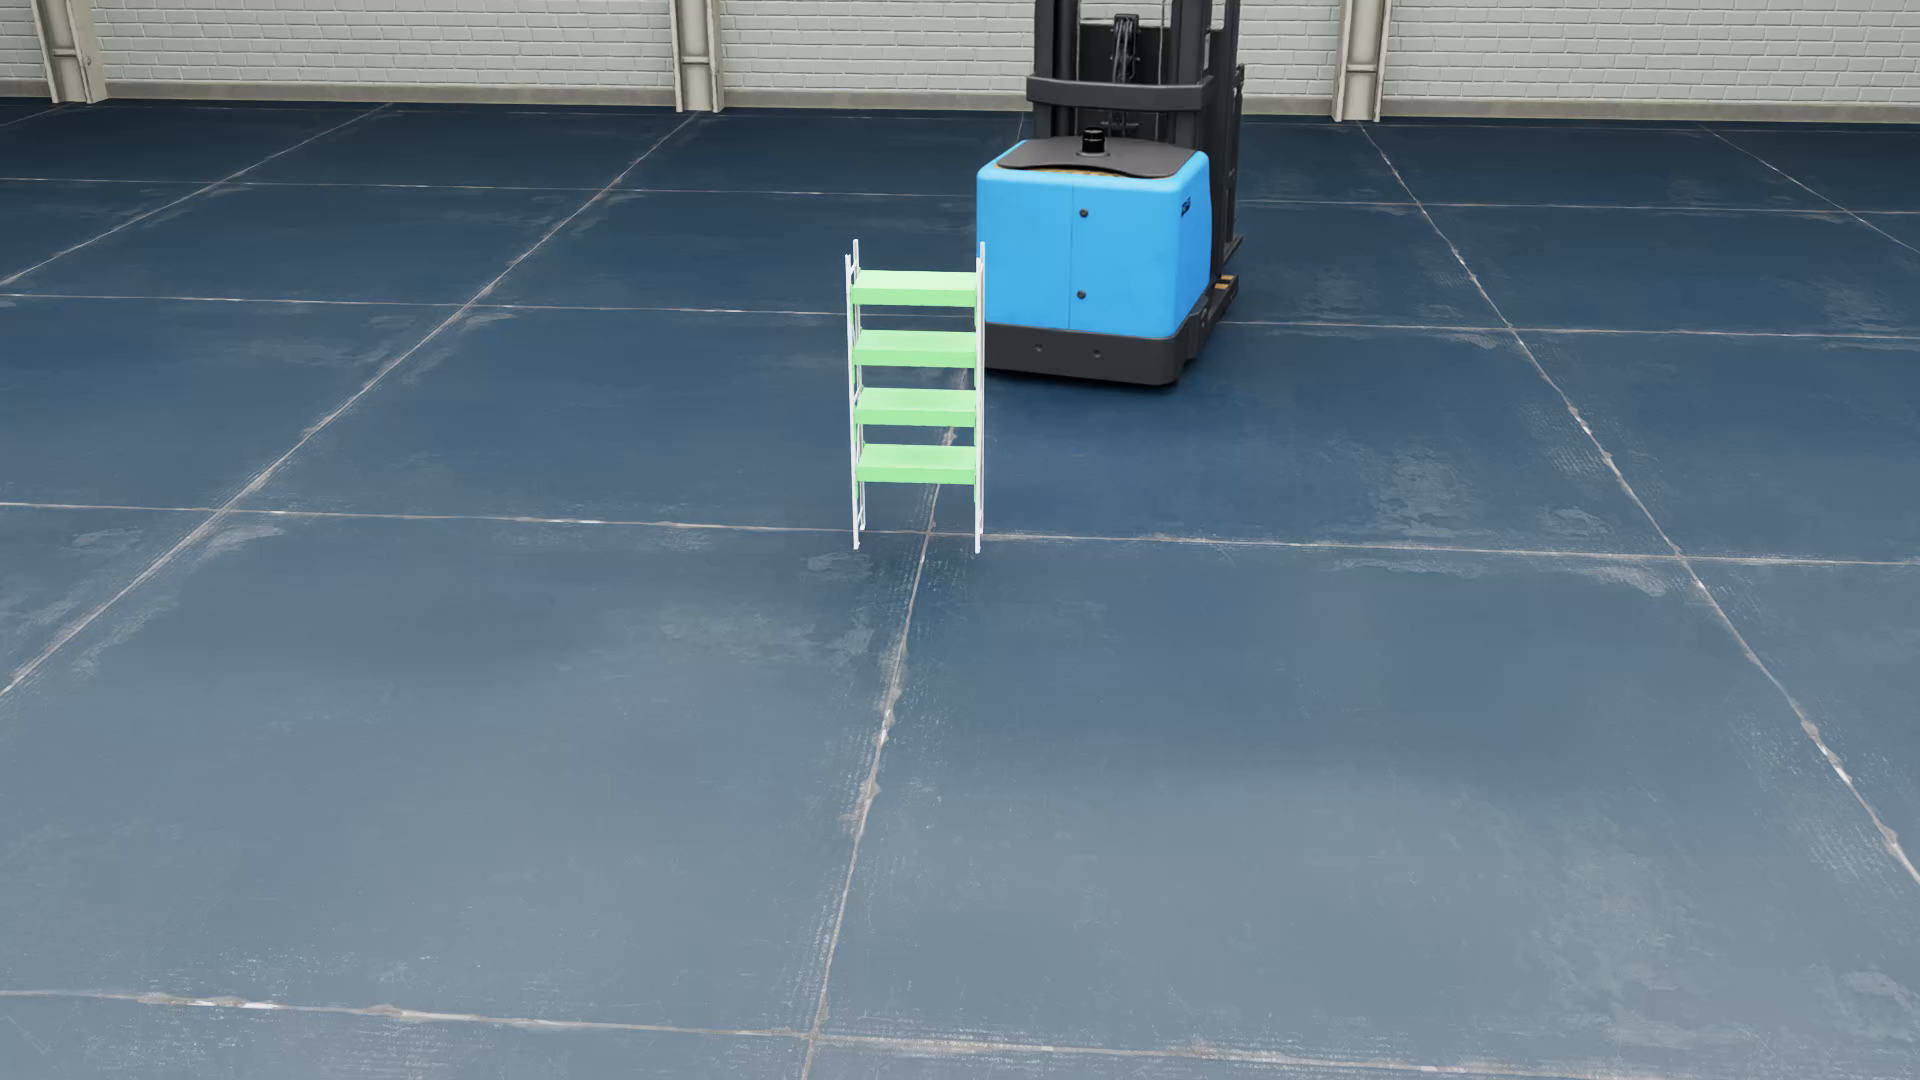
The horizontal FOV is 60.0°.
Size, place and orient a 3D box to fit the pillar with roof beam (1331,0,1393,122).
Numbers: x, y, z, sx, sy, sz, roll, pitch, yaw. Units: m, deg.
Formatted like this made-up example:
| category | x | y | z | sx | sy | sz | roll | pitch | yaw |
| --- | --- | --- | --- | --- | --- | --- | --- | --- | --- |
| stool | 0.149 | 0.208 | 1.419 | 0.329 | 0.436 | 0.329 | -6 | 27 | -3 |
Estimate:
| category | x | y | z | sx | sy | sz | roll | pitch | yaw |
| --- | --- | --- | --- | --- | --- | --- | --- | --- | --- |
| pillar with roof beam | 3.244 | -6.109 | 9.261 | 0.400 | 9.000 | 9.100 | 2 | 25 | 4 |

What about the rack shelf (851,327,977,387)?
| category | x | y | z | sx | sy | sz | roll | pitch | yaw |
| --- | --- | --- | --- | --- | --- | --- | --- | --- | --- |
| rack shelf | -0.165 | -0.710 | 6.437 | 0.480 | 0.148 | 0.258 | 2 | 25 | 4 |

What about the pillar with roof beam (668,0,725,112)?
| category | x | y | z | sx | sy | sz | roll | pitch | yaw |
| --- | --- | --- | --- | --- | --- | --- | --- | --- | --- |
| pillar with roof beam | -2.738 | -6.301 | 9.679 | 0.400 | 9.000 | 9.100 | 2 | 25 | 4 |

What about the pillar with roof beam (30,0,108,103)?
| category | x | y | z | sx | sy | sz | roll | pitch | yaw |
| --- | --- | --- | --- | --- | --- | --- | --- | --- | --- |
| pillar with roof beam | -8.721 | -6.493 | 10.096 | 0.400 | 9.000 | 9.100 | 2 | 25 | 4 |

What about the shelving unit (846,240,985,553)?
| category | x | y | z | sx | sy | sz | roll | pitch | yaw |
| --- | --- | --- | --- | --- | --- | --- | --- | --- | --- |
| shelving unit | -0.165 | -0.550 | 6.511 | 0.503 | 1.200 | 0.258 | 2 | 25 | 4 |

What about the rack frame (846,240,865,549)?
| category | x | y | z | sx | sy | sz | roll | pitch | yaw |
| --- | --- | --- | --- | --- | --- | --- | --- | --- | --- |
| rack frame | -0.408 | -0.558 | 6.528 | 0.015 | 1.200 | 0.240 | 2 | 25 | 4 |

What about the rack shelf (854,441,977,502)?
| category | x | y | z | sx | sy | sz | roll | pitch | yaw |
| --- | --- | --- | --- | --- | --- | --- | --- | --- | --- |
| rack shelf | -0.165 | -0.274 | 6.638 | 0.480 | 0.148 | 0.258 | 2 | 25 | 4 |

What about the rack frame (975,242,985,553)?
| category | x | y | z | sx | sy | sz | roll | pitch | yaw |
| --- | --- | --- | --- | --- | --- | --- | --- | --- | --- |
| rack frame | 0.078 | -0.543 | 6.494 | 0.015 | 1.200 | 0.240 | 2 | 25 | 4 |

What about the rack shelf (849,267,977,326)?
| category | x | y | z | sx | sy | sz | roll | pitch | yaw |
| --- | --- | --- | --- | --- | --- | --- | --- | --- | --- |
| rack shelf | -0.165 | -0.928 | 6.337 | 0.480 | 0.148 | 0.258 | 2 | 25 | 4 |

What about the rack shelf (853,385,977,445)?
| category | x | y | z | sx | sy | sz | roll | pitch | yaw |
| --- | --- | --- | --- | --- | --- | --- | --- | --- | --- |
| rack shelf | -0.165 | -0.492 | 6.537 | 0.480 | 0.148 | 0.258 | 2 | 25 | 4 |

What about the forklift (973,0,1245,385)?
| category | x | y | z | sx | sy | sz | roll | pitch | yaw |
| --- | --- | --- | --- | --- | --- | --- | --- | --- | --- |
| forklift | 1.008 | -2.691 | 9.092 | 1.130 | 2.935 | 3.031 | 8 | 26 | 16 |
